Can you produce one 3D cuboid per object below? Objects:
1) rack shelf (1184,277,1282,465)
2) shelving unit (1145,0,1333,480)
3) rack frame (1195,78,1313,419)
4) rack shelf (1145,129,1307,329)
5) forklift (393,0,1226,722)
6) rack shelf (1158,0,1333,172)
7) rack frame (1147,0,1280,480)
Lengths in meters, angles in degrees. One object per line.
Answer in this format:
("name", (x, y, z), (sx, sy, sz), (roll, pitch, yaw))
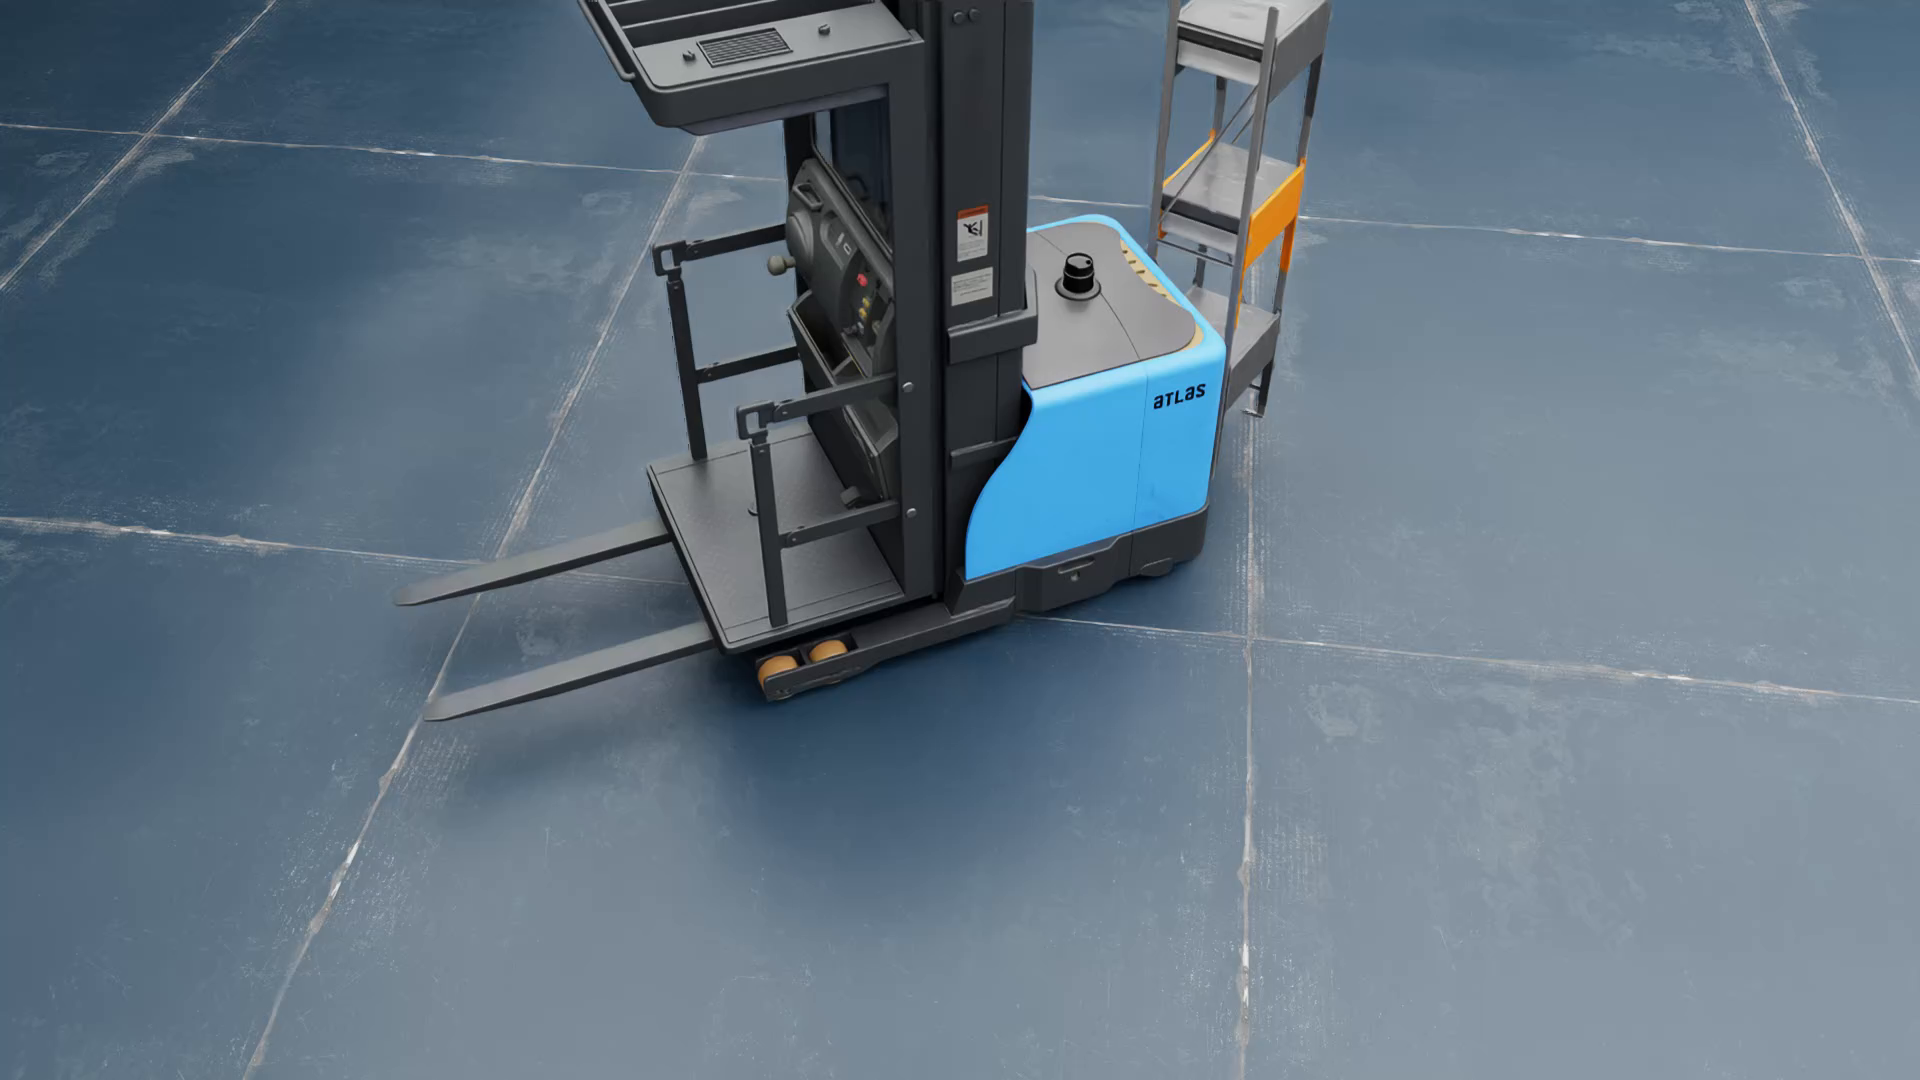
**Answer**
("rack shelf", (1.036, -0.716, 7.017), (0.431, 0.518, 0.480), (24, 49, 23))
("shelving unit", (1.036, -1.234, 6.526), (0.431, 2.100, 0.503), (24, 49, 23))
("rack frame", (1.170, -1.375, 6.675), (0.400, 2.100, 0.015), (24, 49, 23))
("rack shelf", (1.036, -1.225, 6.536), (0.431, 0.518, 0.480), (24, 49, 23))
("forklift", (-0.593, -0.892, 5.560), (3.031, 2.935, 1.130), (-16, 46, -16))
("rack shelf", (1.036, -1.733, 6.055), (0.431, 0.518, 0.480), (24, 49, 23))
("rack frame", (0.902, -1.094, 6.378), (0.400, 2.100, 0.015), (24, 49, 23))
